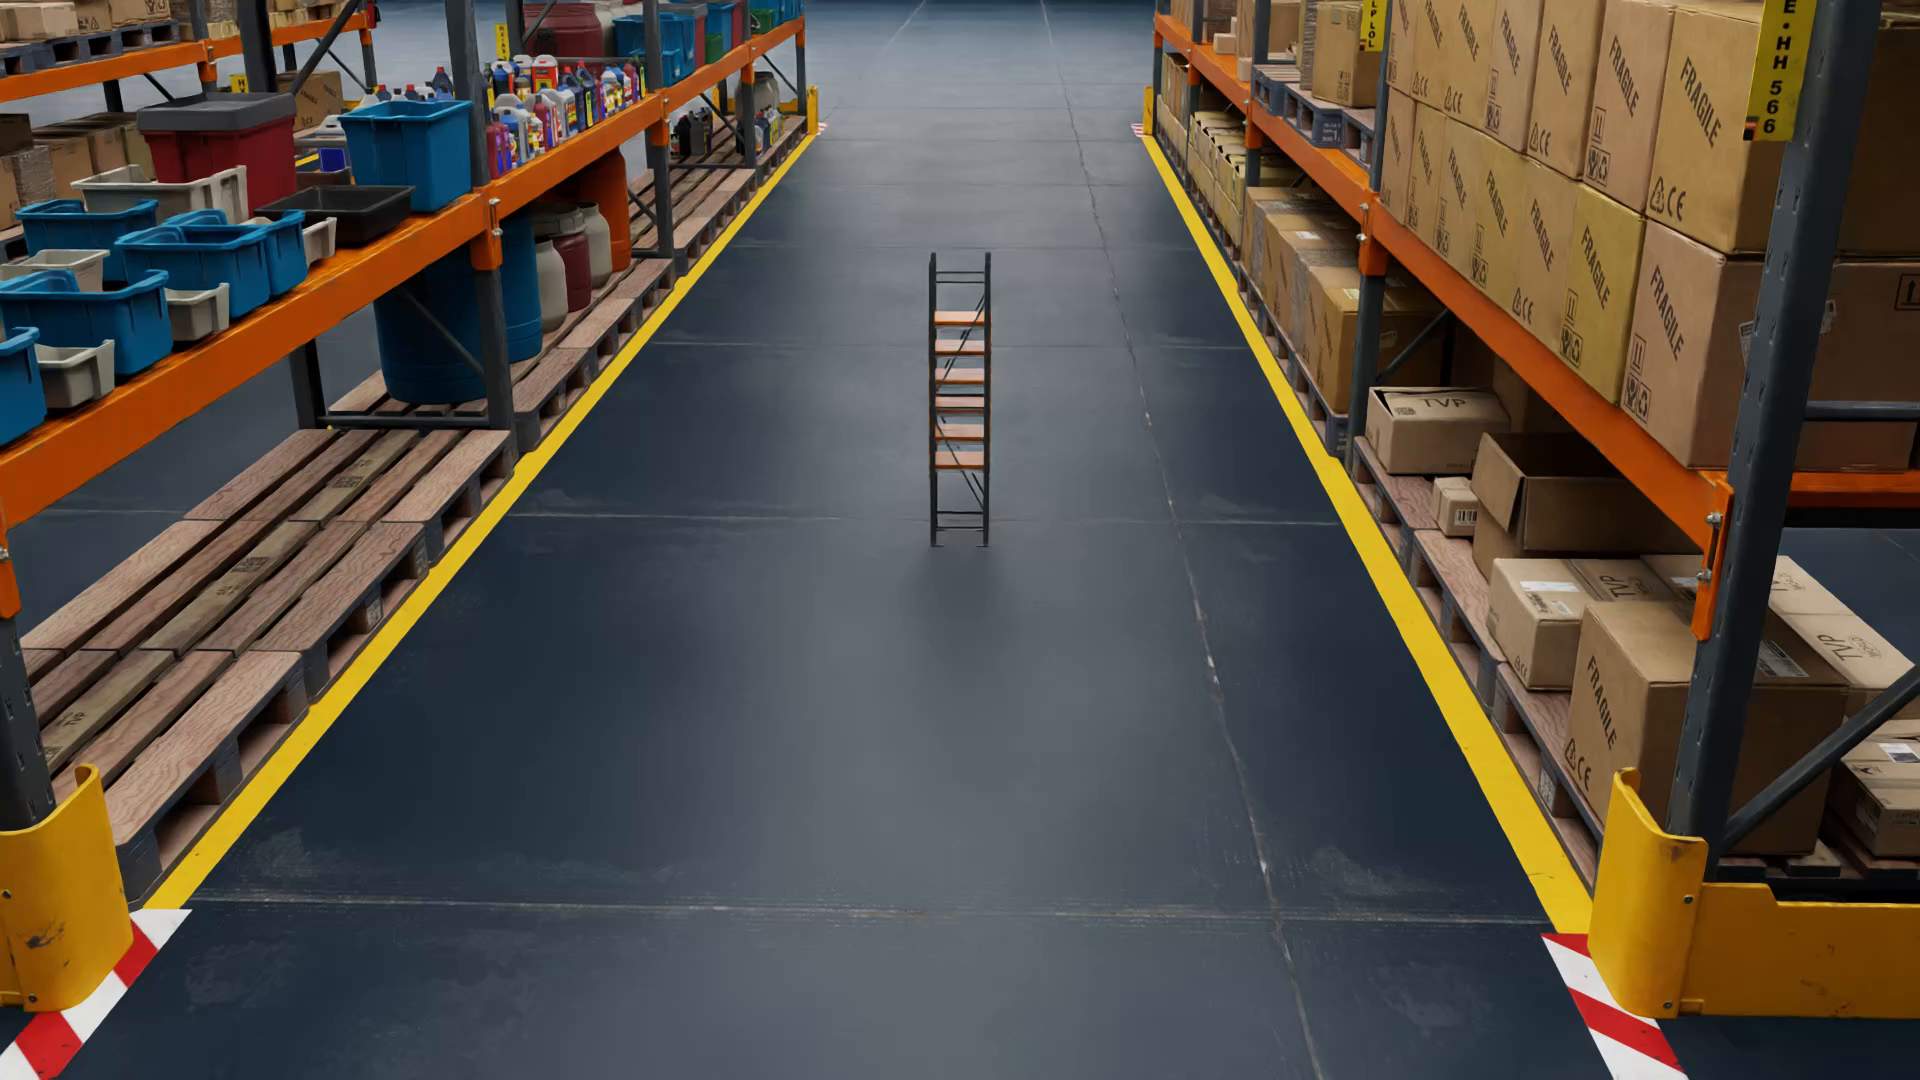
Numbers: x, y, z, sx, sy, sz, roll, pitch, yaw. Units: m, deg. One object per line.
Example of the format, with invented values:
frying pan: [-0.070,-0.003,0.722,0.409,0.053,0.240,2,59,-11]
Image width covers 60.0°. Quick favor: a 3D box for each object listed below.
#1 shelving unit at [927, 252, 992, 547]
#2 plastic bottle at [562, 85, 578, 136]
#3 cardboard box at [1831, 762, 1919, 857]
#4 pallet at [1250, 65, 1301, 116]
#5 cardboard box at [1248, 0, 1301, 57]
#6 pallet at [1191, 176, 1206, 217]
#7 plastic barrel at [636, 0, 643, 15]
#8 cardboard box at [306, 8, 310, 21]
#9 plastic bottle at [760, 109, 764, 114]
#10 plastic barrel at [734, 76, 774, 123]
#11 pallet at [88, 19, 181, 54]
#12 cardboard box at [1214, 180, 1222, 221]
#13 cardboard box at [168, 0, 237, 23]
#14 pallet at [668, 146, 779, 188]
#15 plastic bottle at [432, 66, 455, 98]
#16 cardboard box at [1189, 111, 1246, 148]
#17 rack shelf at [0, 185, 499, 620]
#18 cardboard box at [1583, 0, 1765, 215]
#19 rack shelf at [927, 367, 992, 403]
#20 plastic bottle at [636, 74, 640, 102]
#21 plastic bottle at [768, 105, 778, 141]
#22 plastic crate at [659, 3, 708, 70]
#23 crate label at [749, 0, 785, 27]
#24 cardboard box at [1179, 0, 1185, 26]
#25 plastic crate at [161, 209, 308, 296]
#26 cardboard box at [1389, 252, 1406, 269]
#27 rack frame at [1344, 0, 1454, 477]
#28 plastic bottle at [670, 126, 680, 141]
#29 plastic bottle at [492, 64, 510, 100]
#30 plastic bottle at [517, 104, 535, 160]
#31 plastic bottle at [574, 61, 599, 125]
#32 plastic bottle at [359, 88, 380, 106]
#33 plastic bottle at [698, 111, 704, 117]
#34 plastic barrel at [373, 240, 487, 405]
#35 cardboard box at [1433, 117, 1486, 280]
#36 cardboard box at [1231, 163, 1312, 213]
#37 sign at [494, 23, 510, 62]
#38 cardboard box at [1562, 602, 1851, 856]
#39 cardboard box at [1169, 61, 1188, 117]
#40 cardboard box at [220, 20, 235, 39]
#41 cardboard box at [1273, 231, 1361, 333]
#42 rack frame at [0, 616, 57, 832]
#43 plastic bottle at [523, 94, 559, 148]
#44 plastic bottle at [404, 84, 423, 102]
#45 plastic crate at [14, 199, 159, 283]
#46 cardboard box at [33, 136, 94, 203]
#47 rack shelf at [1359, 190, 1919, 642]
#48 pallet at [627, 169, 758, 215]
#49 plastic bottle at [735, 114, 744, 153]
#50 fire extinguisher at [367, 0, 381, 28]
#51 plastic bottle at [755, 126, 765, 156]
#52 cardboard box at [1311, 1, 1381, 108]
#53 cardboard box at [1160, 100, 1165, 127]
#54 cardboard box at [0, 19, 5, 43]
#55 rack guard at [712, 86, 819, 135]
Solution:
shelving unit: [0.000,-0.565,6.825,0.258,1.200,0.189,1,21,2]
plastic bottle: [-2.164,-2.367,9.161,0.097,0.271,0.097,0,21,0]
cardboard box: [2.558,0.710,4.385,0.380,0.149,0.250,1,21,2]
pallet: [2.494,-2.824,10.425,1.213,0.211,1.003,1,21,2]
cardboard box: [2.479,-3.812,12.569,0.500,0.500,0.500,0,21,-1]
pallet: [2.583,-3.038,14.568,1.003,0.211,1.213,1,21,2]
plastic barrel: [-2.655,-4.116,13.301,0.433,0.535,0.433,0,21,0]
cardboard box: [-7.038,-5.487,17.371,0.380,0.149,0.250,1,21,2]
plastic bottle: [-2.022,-4.287,17.079,0.061,0.283,0.133,1,21,2]
plastic barrel: [-2.222,-4.723,17.914,0.421,0.512,0.421,0,21,0]
pallet: [-7.504,-4.351,14.362,1.003,0.211,1.213,1,21,2]
cardboard box: [2.247,-2.634,12.891,0.500,0.250,0.500,1,21,3]
cardboard box: [-7.260,-5.063,15.381,0.875,0.500,0.500,1,21,2]
pallet: [-2.323,-3.603,16.024,1.003,0.211,1.213,1,21,2]
plastic bottle: [-2.894,-2.480,9.341,0.144,0.351,0.185,1,21,2]
cardboard box: [2.305,-3.634,14.693,0.500,0.311,0.500,1,21,2]
rack shelf: [-2.689,-0.710,5.706,1.077,0.370,4.000,1,21,2]
cardboard box: [1.954,-1.126,4.263,0.500,0.500,0.500,1,21,3]
rack shelf: [0.000,-0.635,6.798,0.258,0.103,0.180,1,21,2]
plastic bottle: [-2.114,-2.930,10.707,0.097,0.201,0.097,0,21,0]
plastic bottle: [-1.921,-4.208,16.780,0.144,0.351,0.185,2,21,4]
plastic crate: [-2.151,-3.825,12.653,0.402,0.464,0.583,1,21,2]
crate label: [-2.049,-5.455,16.893,0.502,0.435,0.616,1,21,2]
cardboard box: [2.629,-5.560,17.073,0.700,0.500,0.500,1,21,2]
plastic crate: [-2.364,-0.942,5.459,0.416,0.233,0.300,1,21,2]
cardboard box: [2.609,-1.298,9.075,0.500,0.500,0.500,1,21,2]
rack frame: [2.323,-1.713,7.296,1.000,3.000,0.127,1,21,2]
plastic bottle: [-2.700,-3.777,15.764,0.061,0.283,0.133,2,21,4]
plastic bottle: [-2.827,-2.792,10.256,0.097,0.271,0.097,0,21,0]
plastic bottle: [-2.191,-2.046,8.332,0.097,0.271,0.097,0,21,0]
plastic bottle: [-2.173,-2.570,9.575,0.144,0.351,0.185,1,21,2]
plastic bottle: [-2.927,-2.081,8.315,0.144,0.351,0.185,1,21,2]
plastic bottle: [-2.643,-4.228,16.943,0.097,0.271,0.097,0,21,0]
plastic barrel: [-2.594,-1.182,8.250,0.600,0.901,0.708,1,21,2]
cardboard box: [2.005,-1.212,5.867,0.500,0.500,0.500,1,21,1]
cardboard box: [2.214,-2.526,11.838,0.500,0.311,0.500,1,21,3]
sign: [-3.056,-3.294,11.147,0.100,0.325,0.005,1,21,2]
cardboard box: [1.972,0.495,4.455,0.500,0.500,0.500,1,21,2]
cardboard box: [2.401,-4.581,16.873,0.500,0.500,0.500,1,21,2]
cardboard box: [-7.008,-4.763,15.505,0.380,0.149,0.250,1,21,2]
cardboard box: [2.104,-1.478,9.538,0.500,0.500,0.500,0,21,0]
rack frame: [-2.750,-0.322,3.713,1.000,3.000,0.127,1,21,2]
plastic bottle: [-2.205,-2.209,8.746,0.152,0.276,0.135,1,21,2]
plastic bottle: [-2.777,-2.147,8.483,0.144,0.351,0.185,1,21,2]
plastic crate: [-2.943,-1.017,5.653,0.416,0.233,0.300,1,21,2]
cardboard box: [-7.442,-2.957,13.351,0.700,0.500,0.500,2,21,6]
rack shelf: [2.262,-0.654,5.562,1.077,0.370,4.000,1,21,2]
pallet: [-2.370,-3.077,14.666,1.003,0.211,1.213,1,21,2]
plastic bottle: [-2.089,-3.920,16.039,0.144,0.351,0.185,1,21,2]
fire extinguisher: [-6.750,-6.162,18.870,0.296,0.674,0.183,1,21,2]
plastic bottle: [-1.954,-3.824,15.894,0.152,0.276,0.135,1,21,4]
cardboard box: [2.315,-2.594,8.850,0.700,0.500,0.500,-5,22,-12]
cardboard box: [2.438,-4.593,17.940,0.500,0.250,0.500,1,21,2]
cardboard box: [-7.564,-3.910,12.241,0.700,0.500,0.500,4,22,10]
rack guard: [-2.218,-4.914,19.002,1.175,0.500,0.348,1,21,2]
